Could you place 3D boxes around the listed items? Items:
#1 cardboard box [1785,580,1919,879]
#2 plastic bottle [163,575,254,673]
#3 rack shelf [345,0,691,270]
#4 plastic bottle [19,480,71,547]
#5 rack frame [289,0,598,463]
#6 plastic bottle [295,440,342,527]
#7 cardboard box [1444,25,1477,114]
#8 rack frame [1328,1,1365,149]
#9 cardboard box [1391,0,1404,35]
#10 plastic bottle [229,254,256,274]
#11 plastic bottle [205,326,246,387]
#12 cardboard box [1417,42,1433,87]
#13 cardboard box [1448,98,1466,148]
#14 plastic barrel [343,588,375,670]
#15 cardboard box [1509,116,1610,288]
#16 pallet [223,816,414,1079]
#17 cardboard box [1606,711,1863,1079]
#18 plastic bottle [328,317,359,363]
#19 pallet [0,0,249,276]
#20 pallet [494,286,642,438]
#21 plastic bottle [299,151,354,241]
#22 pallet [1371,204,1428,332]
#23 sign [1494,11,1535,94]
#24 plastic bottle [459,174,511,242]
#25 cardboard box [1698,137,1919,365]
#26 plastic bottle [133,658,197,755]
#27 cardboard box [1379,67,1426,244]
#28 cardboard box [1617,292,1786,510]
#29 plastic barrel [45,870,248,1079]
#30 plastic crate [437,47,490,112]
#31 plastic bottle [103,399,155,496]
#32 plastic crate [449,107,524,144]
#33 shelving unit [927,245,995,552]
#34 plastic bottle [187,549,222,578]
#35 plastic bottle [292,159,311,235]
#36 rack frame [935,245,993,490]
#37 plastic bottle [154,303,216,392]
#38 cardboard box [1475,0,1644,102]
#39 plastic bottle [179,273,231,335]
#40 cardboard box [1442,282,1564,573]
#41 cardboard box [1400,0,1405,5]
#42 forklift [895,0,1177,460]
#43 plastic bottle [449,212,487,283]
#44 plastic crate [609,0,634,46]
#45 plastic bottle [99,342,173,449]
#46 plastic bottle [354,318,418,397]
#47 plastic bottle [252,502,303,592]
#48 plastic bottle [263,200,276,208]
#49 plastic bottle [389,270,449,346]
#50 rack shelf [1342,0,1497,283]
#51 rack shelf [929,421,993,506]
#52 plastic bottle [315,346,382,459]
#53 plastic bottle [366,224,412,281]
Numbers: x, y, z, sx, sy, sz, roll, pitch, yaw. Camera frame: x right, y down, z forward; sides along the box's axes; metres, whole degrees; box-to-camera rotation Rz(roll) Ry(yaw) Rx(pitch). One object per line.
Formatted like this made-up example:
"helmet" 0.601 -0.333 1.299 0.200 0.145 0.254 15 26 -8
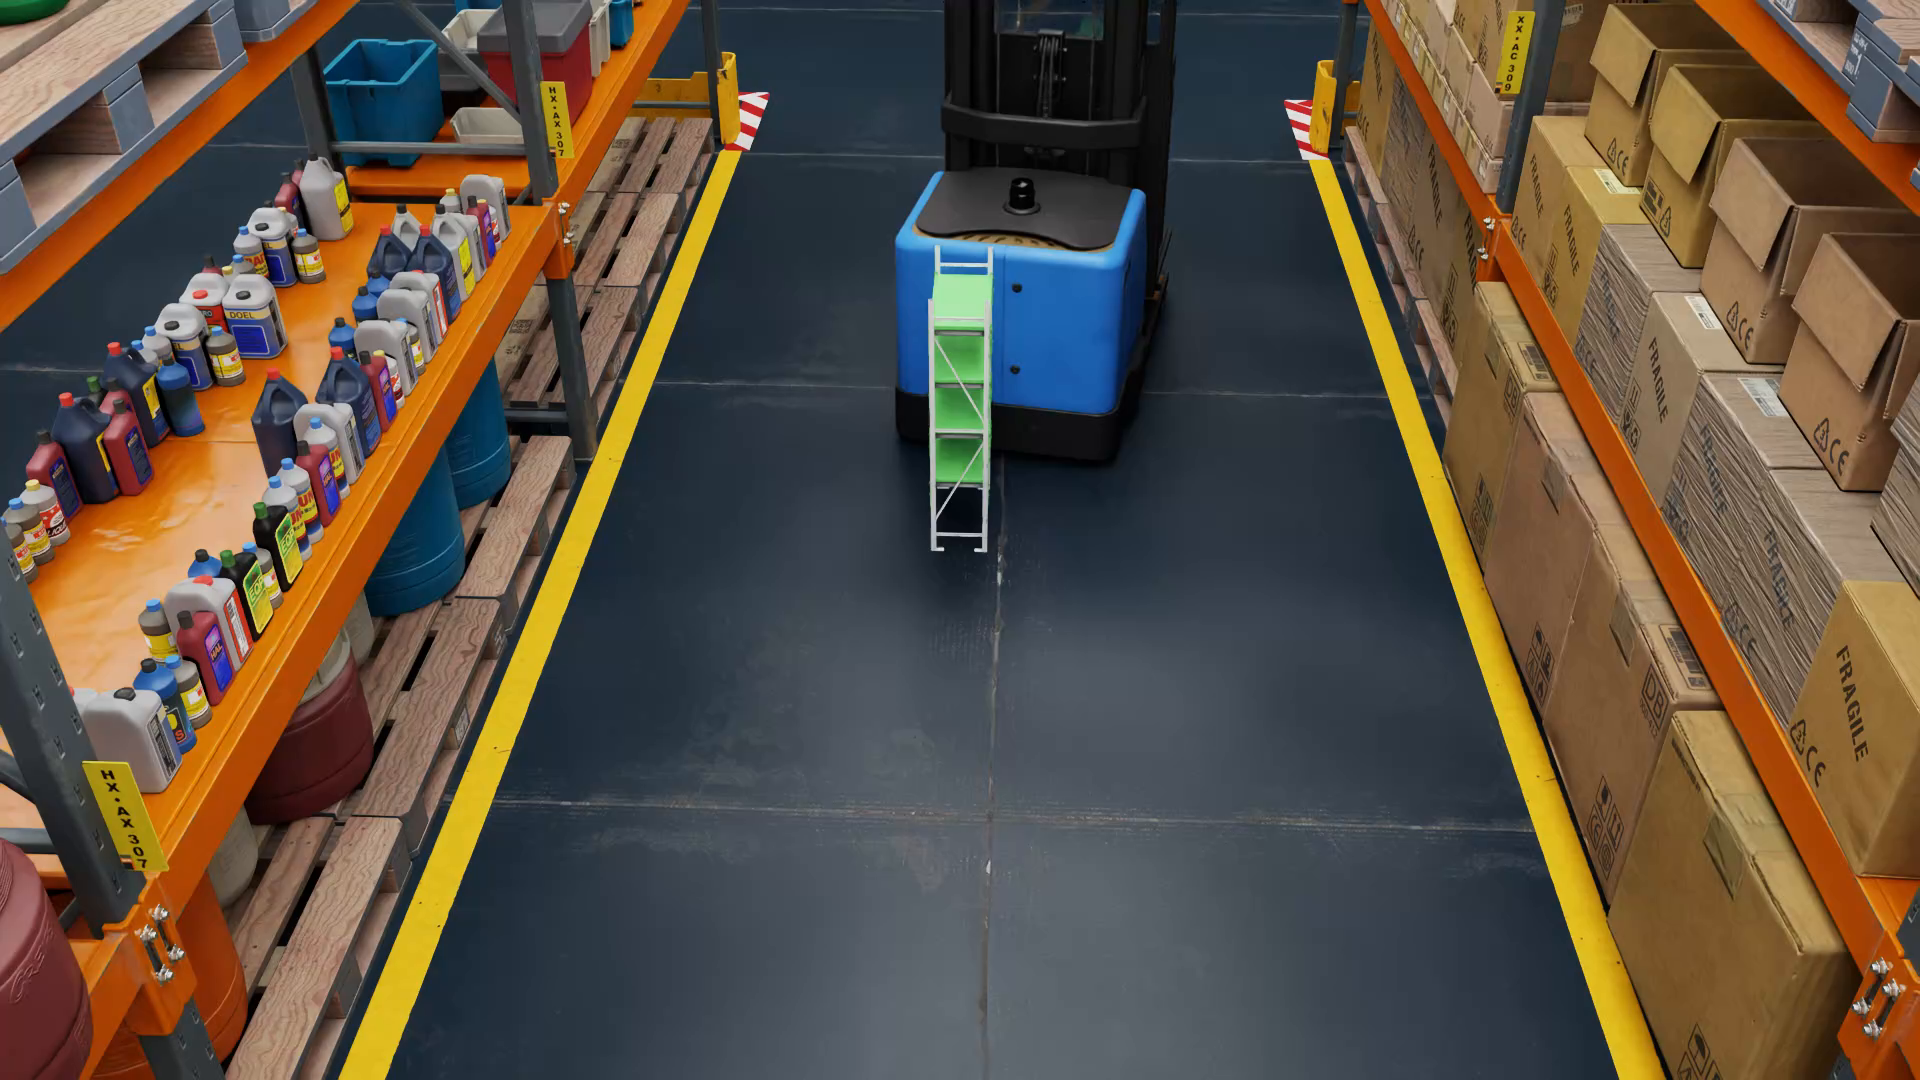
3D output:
"cardboard box" 2.349 0.449 3.915 0.500 0.500 0.500 2 35 3
"plastic bottle" -2.013 0.209 4.452 0.152 0.276 0.135 1 35 2
"rack shelf" -2.131 -2.488 8.807 1.077 0.370 4.000 1 35 2
"plastic bottle" -2.723 -0.086 4.936 0.097 0.201 0.097 0 35 0
"rack frame" -2.211 -1.633 6.965 1.000 3.000 0.127 1 35 2
"plastic bottle" -1.940 -0.191 5.015 0.061 0.283 0.133 1 35 2
"cardboard box" 2.511 -2.136 7.552 0.500 0.250 0.500 2 35 3
"rack frame" 2.898 -3.817 10.072 1.000 3.000 0.127 1 35 2
"cardboard box" 2.505 -2.779 8.814 0.380 0.149 0.250 1 35 1
"plastic bottle" -2.661 -0.962 6.183 0.097 0.201 0.097 0 35 0
"plastic bottle" -2.532 -0.637 5.721 0.097 0.201 0.097 0 35 0
"cardboard box" 2.474 -2.337 8.185 0.380 0.149 0.250 1 35 1
"cardboard box" 2.443 -1.894 7.555 0.380 0.149 0.250 1 35 1
"plastic barrel" -2.391 0.254 6.078 0.421 0.512 0.421 0 35 0
"cardboard box" 2.469 -1.301 6.406 0.500 0.500 0.500 1 35 2
"pallet" -2.382 1.352 5.143 1.003 0.211 1.213 1 35 2
"cardboard box" 2.625 1.081 4.586 1.225 0.875 0.875 0 35 0
"plastic bottle" -2.079 -0.628 5.647 0.097 0.271 0.097 0 35 0
"pallet" -2.244 -0.922 3.509 1.003 0.211 1.213 1 35 2
"pallet" -2.221 -0.915 8.369 1.003 0.211 1.213 1 35 2
"plastic bottle" -2.551 -1.395 6.669 0.144 0.351 0.185 1 35 2
"pallet" 2.892 -1.516 9.223 1.003 0.211 1.213 1 35 2
"sign" 2.183 -1.917 6.547 0.100 0.325 0.005 1 35 2
"plastic bottle" -1.904 -1.348 6.668 0.152 0.276 0.135 1 35 2
"cardboard box" 2.672 -0.851 4.893 0.797 0.503 0.637 2 35 3
"plastic bottle" -2.000 0.411 4.169 0.097 0.271 0.097 0 35 0
"cardboard box" 2.916 -2.227 9.293 0.875 0.875 0.875 1 35 2
"cardboard box" 2.414 -0.428 5.163 0.500 0.500 0.500 2 35 3
"plastic barrel" -2.370 1.100 4.599 0.600 0.830 0.708 1 35 2
"plastic crate" -2.435 -2.194 7.951 0.437 0.125 0.590 1 35 2
"plastic bottle" -2.585 -0.289 5.154 0.061 0.283 0.133 1 35 2
"plastic crate" -2.050 -1.814 7.399 0.396 0.136 0.243 1 35 2
"shelving unit" 0.007 -0.586 7.040 0.258 1.200 0.503 1 35 2
"plastic bottle" -2.042 0.143 4.549 0.097 0.271 0.097 0 35 0
"plastic bottle" -2.652 -1.384 6.713 0.061 0.283 0.133 1 35 2
"rack frame" 0.016 -0.726 7.240 0.240 1.200 0.015 1 35 2
"plastic bottle" -2.657 -0.660 5.688 0.152 0.276 0.135 1 35 2
"cardboard box" 2.489 -2.156 6.929 0.500 0.500 0.500 2 35 3
"plastic bottle" -2.648 -0.793 5.878 0.152 0.276 0.135 1 35 2
"cardboard box" 2.732 -0.453 6.768 1.225 0.875 0.875 1 35 2
"cardboard box" 2.571 -3.020 8.810 0.500 0.250 0.500 0 35 0
"forklift" 0.522 -2.409 8.129 1.130 2.935 3.031 7 36 10
"plastic bottle" -1.919 -1.138 6.369 0.152 0.276 0.135 1 35 2
"plastic crate" -1.877 -2.701 8.578 0.416 0.233 0.300 1 35 2
"plastic bottle" -2.675 -0.487 5.377 0.144 0.351 0.185 1 35 2
"plastic bottle" -1.954 -0.638 5.657 0.152 0.276 0.135 1 35 2
"plastic bottle" -1.953 -0.003 4.746 0.061 0.283 0.133 1 35 2
"plastic bottle" -2.648 -1.180 6.433 0.097 0.271 0.097 0 35 0
"plastic bottle" -1.939 -0.849 5.957 0.152 0.276 0.135 1 35 2
"rack shelf" 2.818 -2.373 8.644 1.077 0.370 4.000 1 35 2
"rack shelf" 0.007 -0.337 7.215 0.258 0.148 0.480 1 35 2
"plastic bottle" -1.966 -0.444 5.316 0.144 0.351 0.185 1 35 2
"plastic bottle" -2.073 -0.974 6.070 0.144 0.351 0.185 1 35 2
